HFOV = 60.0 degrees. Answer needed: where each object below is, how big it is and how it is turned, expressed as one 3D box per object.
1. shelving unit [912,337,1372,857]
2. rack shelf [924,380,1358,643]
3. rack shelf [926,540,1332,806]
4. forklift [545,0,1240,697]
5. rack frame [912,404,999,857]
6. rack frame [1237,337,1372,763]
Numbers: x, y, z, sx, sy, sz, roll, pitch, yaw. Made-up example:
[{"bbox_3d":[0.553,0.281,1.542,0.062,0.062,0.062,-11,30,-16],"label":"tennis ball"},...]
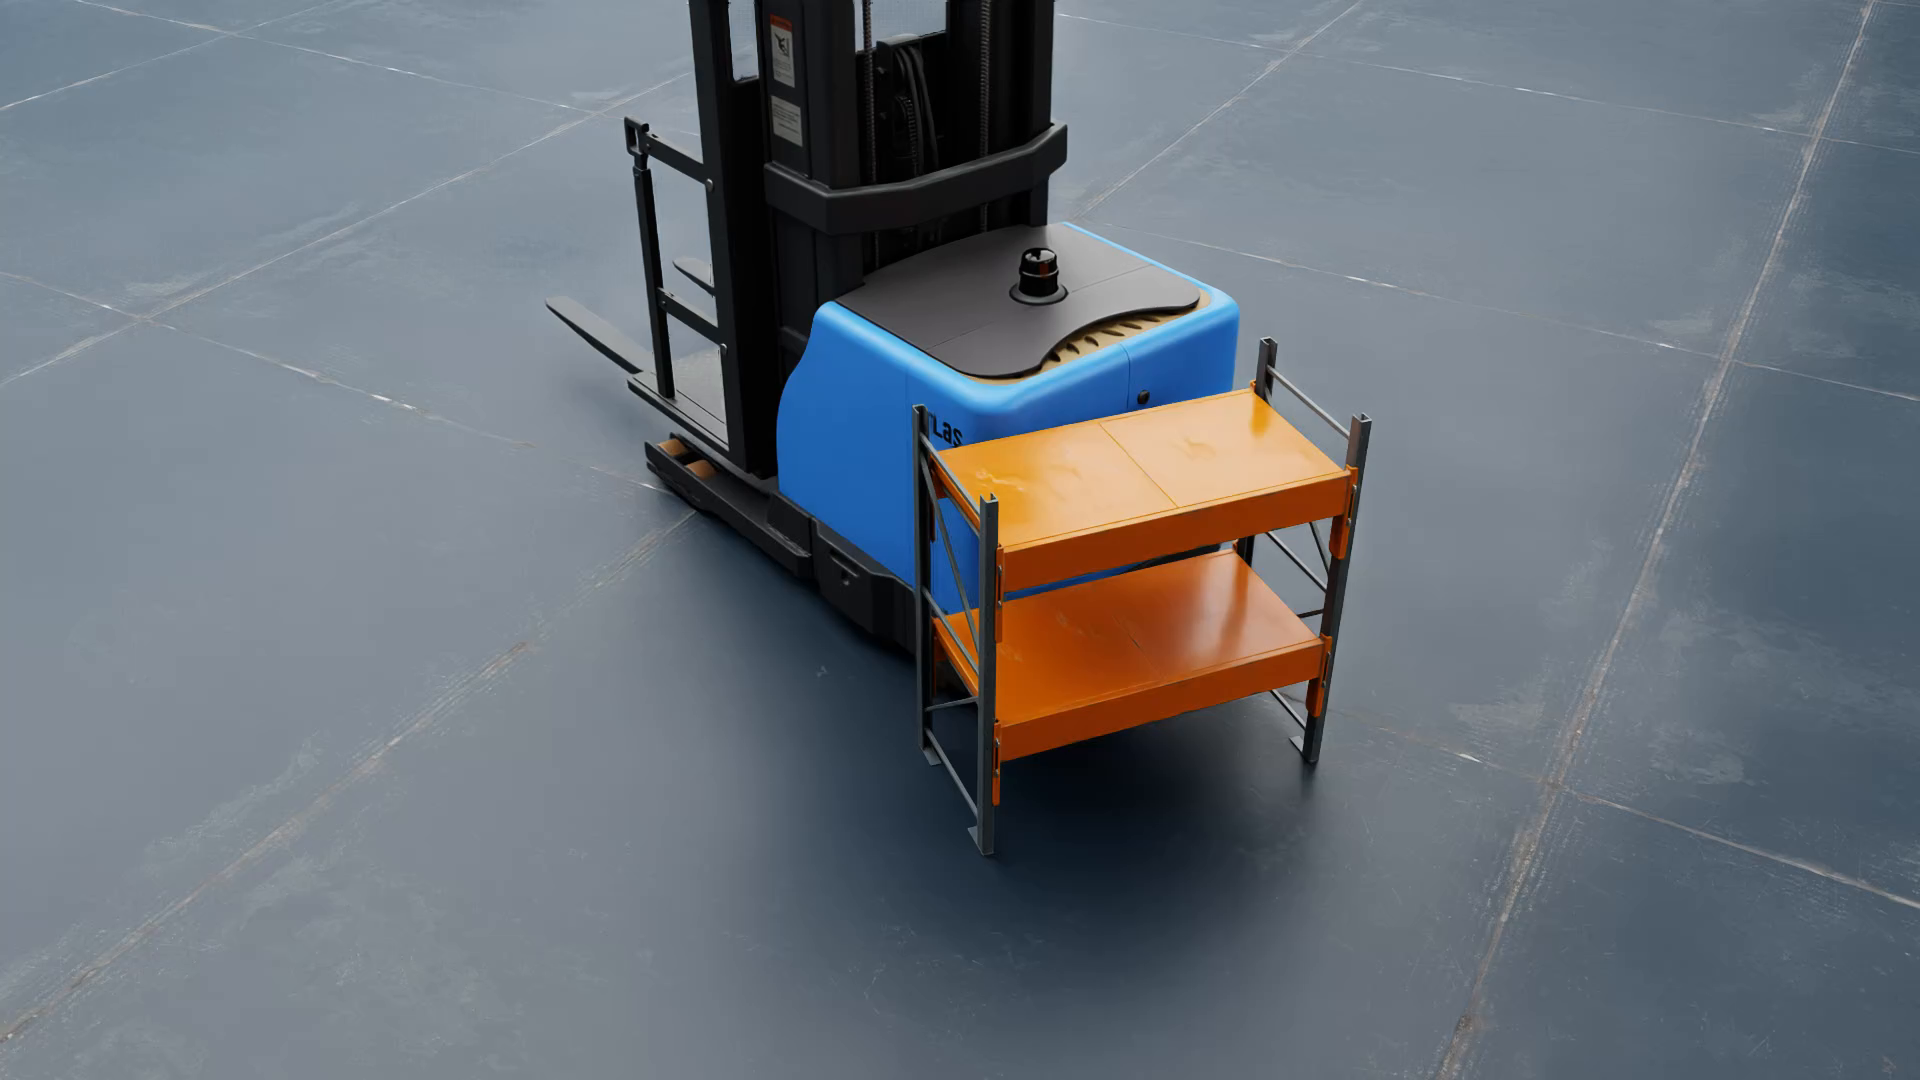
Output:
[{"bbox_3d":[0.456,0.147,4.515,1.048,1.125,0.538,-13,36,-18],"label":"shelving unit"},{"bbox_3d":[0.456,-0.097,4.352,1.000,0.278,0.538,-13,36,-18],"label":"rack shelf"},{"bbox_3d":[0.456,0.350,4.650,1.000,0.278,0.538,-13,36,-18],"label":"rack shelf"},{"bbox_3d":[-0.485,-1.494,5.349,1.130,2.935,3.031,-25,41,-32],"label":"forklift"},{"bbox_3d":[-0.016,0.252,4.357,0.032,1.125,0.500,-13,36,-18],"label":"rack frame"},{"bbox_3d":[0.928,0.042,4.672,0.032,1.125,0.500,-13,36,-18],"label":"rack frame"}]
